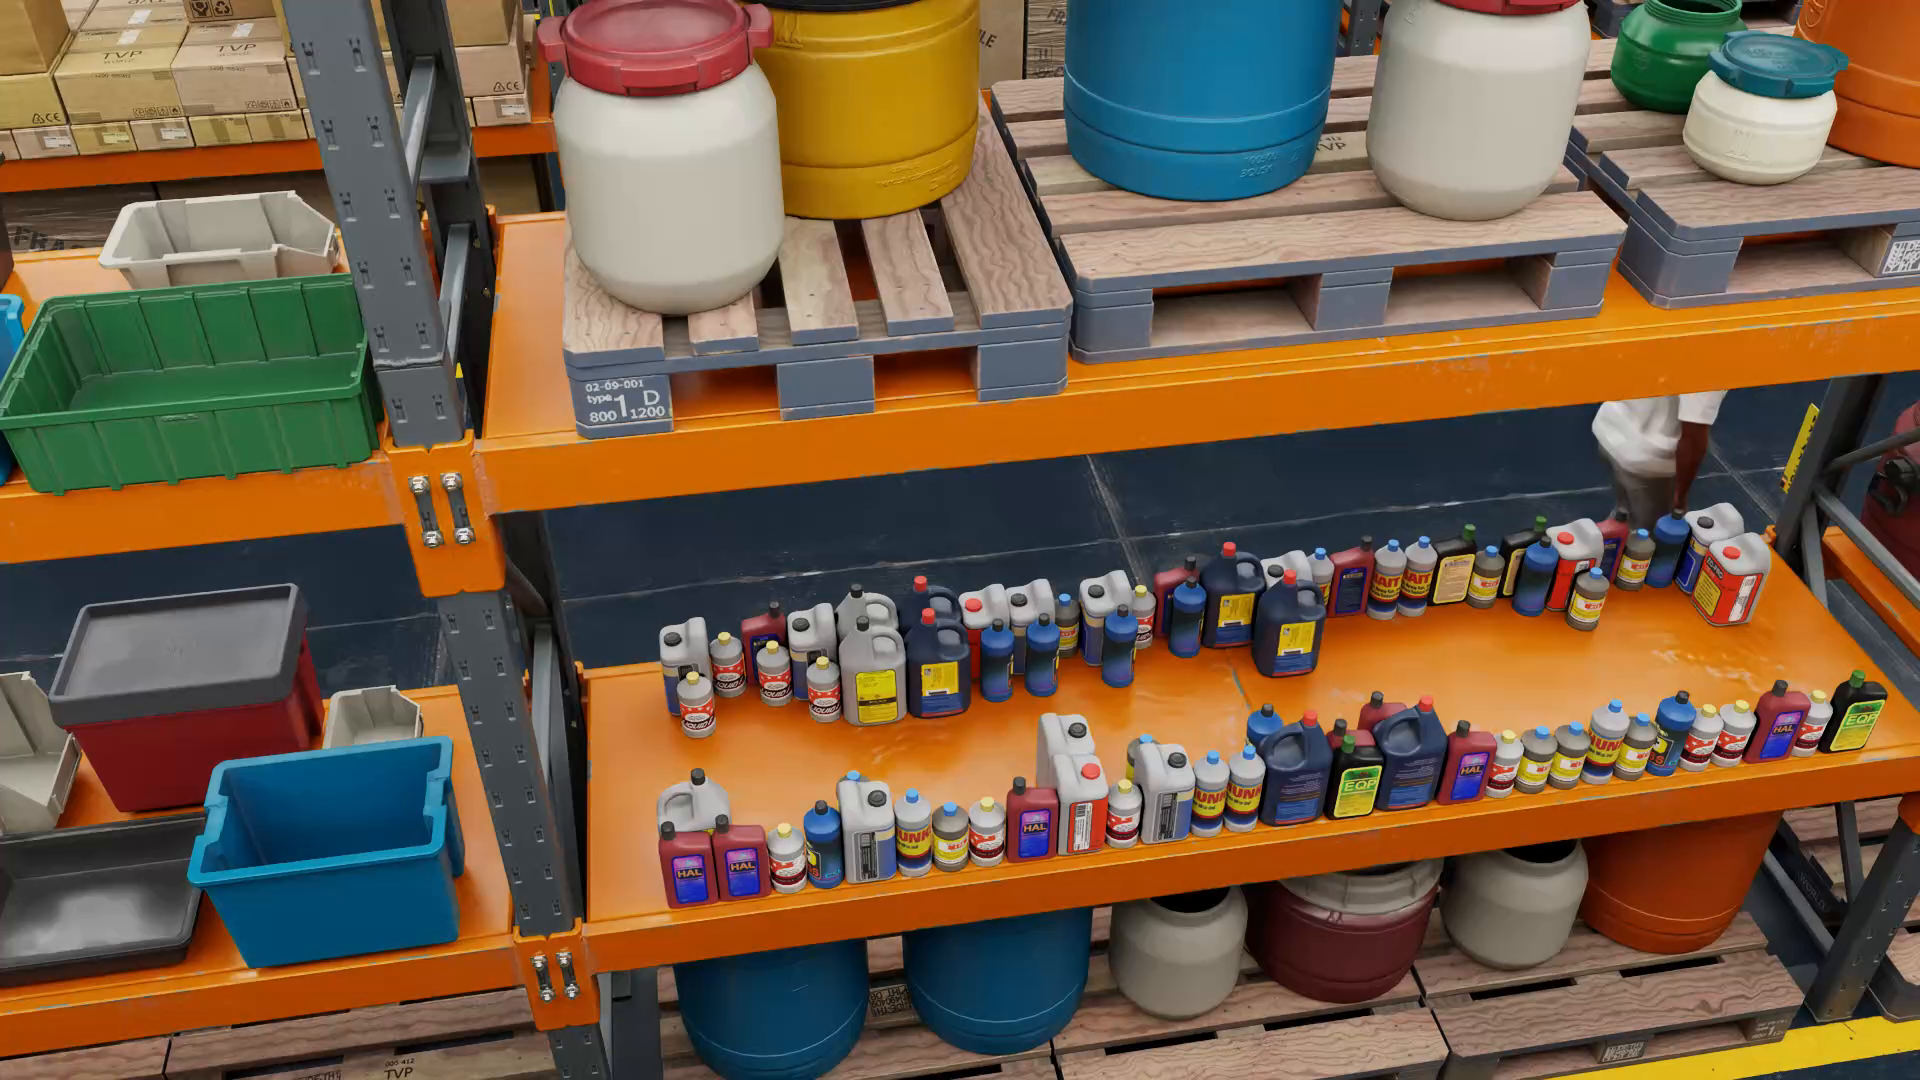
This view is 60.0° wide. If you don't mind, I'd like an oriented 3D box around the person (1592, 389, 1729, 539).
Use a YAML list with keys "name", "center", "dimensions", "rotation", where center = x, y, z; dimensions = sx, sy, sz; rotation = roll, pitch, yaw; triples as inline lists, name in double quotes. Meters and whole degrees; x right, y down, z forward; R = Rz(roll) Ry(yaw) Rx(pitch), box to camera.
- name: "person"
  center: [2.671, -0.337, 6.548]
  dimensions: [0.681, 1.746, 0.668]
  rotation: [-9, 39, -11]
